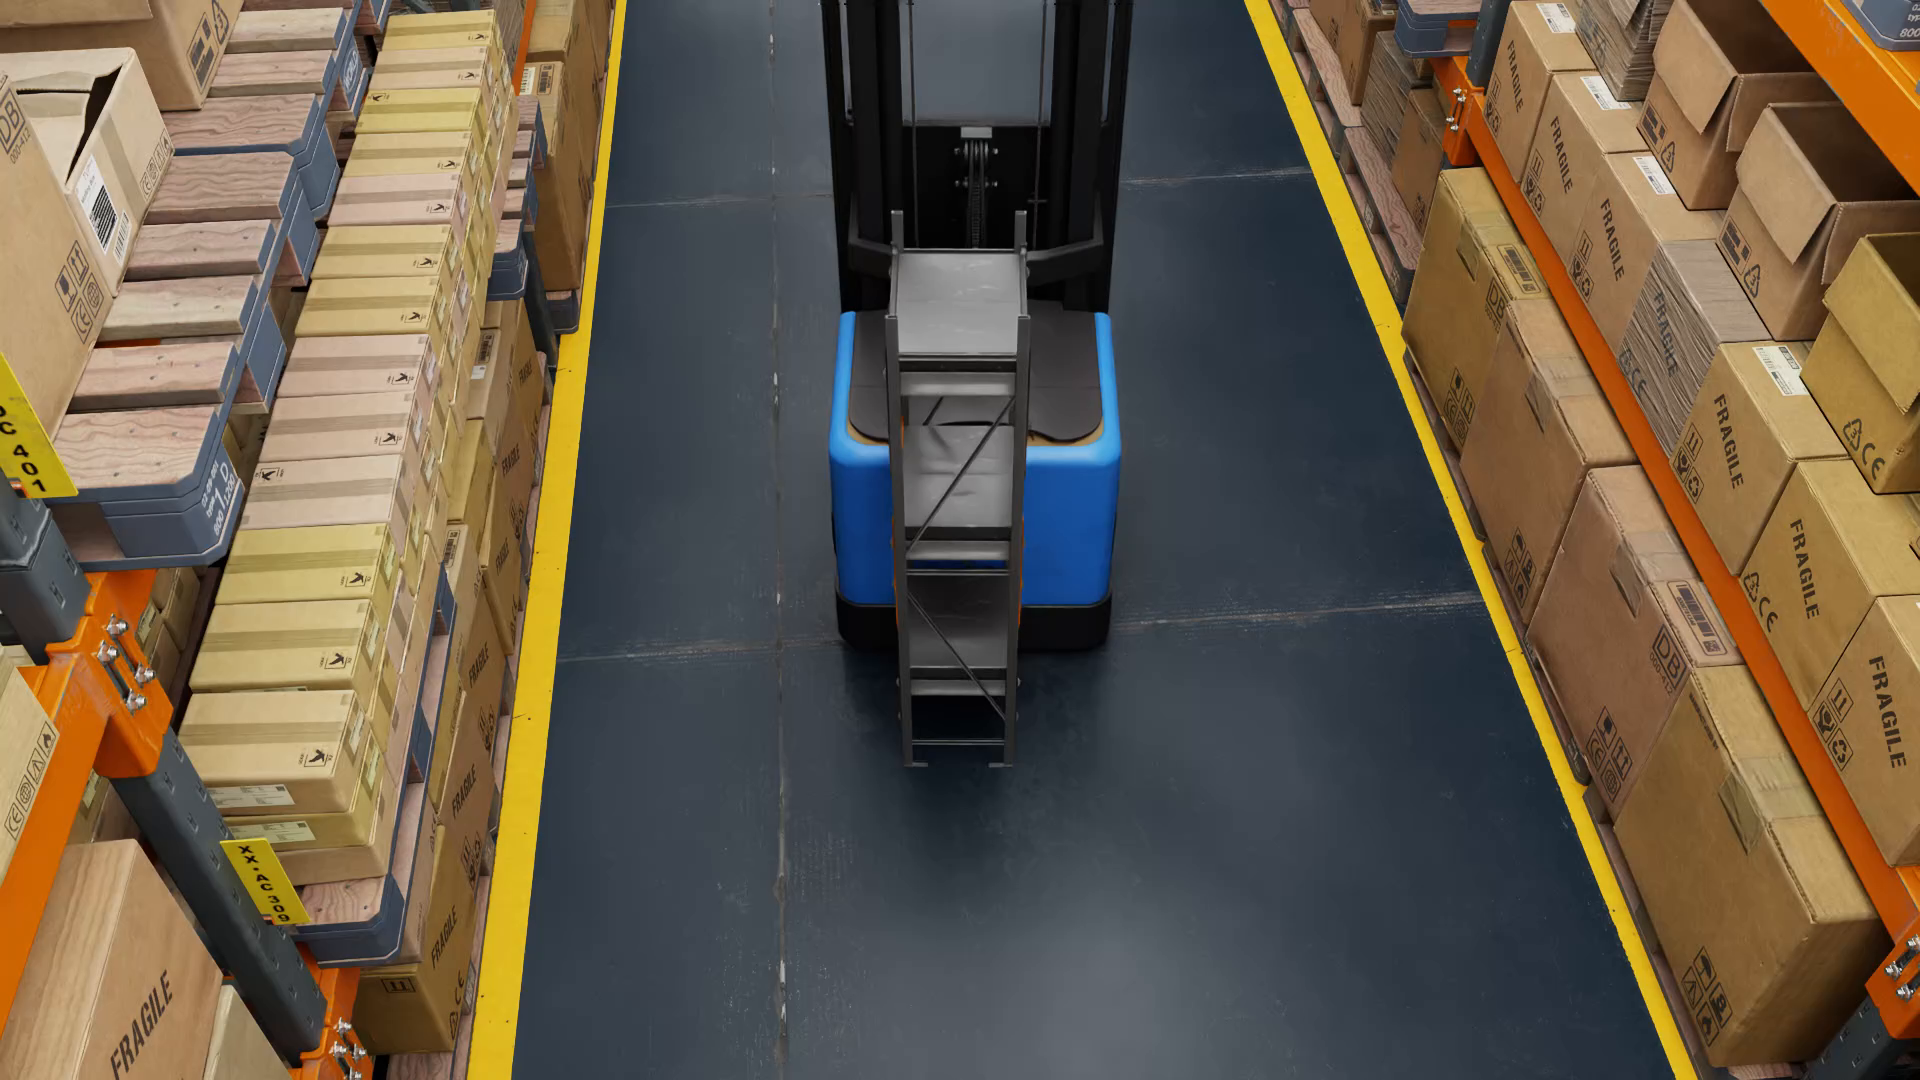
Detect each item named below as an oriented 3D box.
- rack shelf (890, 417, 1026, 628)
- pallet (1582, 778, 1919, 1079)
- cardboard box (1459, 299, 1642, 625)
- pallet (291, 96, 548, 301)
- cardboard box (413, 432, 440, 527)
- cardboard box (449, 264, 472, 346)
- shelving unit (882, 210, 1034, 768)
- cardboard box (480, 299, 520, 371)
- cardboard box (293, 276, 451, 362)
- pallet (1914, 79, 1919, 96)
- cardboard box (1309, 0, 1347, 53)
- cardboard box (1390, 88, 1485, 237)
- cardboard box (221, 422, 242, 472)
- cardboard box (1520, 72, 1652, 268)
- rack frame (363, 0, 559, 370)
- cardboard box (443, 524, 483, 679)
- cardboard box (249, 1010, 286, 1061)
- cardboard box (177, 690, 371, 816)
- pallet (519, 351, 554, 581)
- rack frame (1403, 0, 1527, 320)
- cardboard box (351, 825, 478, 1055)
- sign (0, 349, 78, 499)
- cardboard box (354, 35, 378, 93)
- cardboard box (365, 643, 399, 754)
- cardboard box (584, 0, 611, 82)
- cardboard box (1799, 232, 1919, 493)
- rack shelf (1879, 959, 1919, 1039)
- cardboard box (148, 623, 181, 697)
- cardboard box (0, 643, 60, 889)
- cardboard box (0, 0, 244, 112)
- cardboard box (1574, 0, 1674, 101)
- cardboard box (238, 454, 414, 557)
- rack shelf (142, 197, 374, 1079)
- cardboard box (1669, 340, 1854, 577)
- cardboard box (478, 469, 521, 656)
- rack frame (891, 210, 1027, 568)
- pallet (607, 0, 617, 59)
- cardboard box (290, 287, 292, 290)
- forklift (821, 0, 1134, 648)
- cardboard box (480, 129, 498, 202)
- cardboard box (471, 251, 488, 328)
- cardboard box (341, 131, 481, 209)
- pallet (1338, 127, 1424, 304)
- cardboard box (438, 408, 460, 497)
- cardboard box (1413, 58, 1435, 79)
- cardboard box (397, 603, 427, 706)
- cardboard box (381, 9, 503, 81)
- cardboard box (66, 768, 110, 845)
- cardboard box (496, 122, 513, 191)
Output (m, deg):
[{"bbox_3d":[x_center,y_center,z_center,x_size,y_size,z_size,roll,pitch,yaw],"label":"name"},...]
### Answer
[{"bbox_3d":[-0.005,-0.060,5.516,0.431,0.518,0.480,0,47,0],"label":"rack shelf"},{"bbox_3d":[2.795,1.242,5.565,1.003,0.211,1.213,-3,47,-3],"label":"pallet"},{"bbox_3d":[2.704,-0.325,6.302,1.225,0.875,0.875,-3,47,-3],"label":"cardboard box"},{"bbox_3d":[-2.186,-1.253,6.140,1.213,0.211,1.003,-3,47,-3],"label":"pallet"},{"bbox_3d":[-1.684,-0.165,4.656,0.380,0.149,0.250,-2,47,-2],"label":"cardboard box"},{"bbox_3d":[-1.746,-0.726,5.187,0.380,0.149,0.250,-2,47,-2],"label":"cardboard box"},{"bbox_3d":[-0.005,-0.070,5.506,0.431,2.100,0.503,0,47,0],"label":"shelving unit"},{"bbox_3d":[-2.033,-0.892,6.582,0.500,0.250,0.500,-4,47,-4],"label":"cardboard box"},{"bbox_3d":[-1.727,-0.640,4.901,0.380,0.149,0.250,-2,47,-2],"label":"cardboard box"},{"bbox_3d":[2.809,-0.789,3.633,0.805,0.209,1.217,-5,47,-5],"label":"pallet"},{"bbox_3d":[2.363,-3.046,9.124,0.700,0.500,0.500,-7,47,-7],"label":"cardboard box"},{"bbox_3d":[2.524,-1.832,7.974,0.700,0.500,0.500,-6,47,-5],"label":"cardboard box"},{"bbox_3d":[-2.359,-0.210,4.903,0.380,0.149,0.250,-2,47,-2],"label":"cardboard box"},{"bbox_3d":[2.415,-1.350,6.030,0.500,0.500,0.500,-5,47,-4],"label":"cardboard box"},{"bbox_3d":[-2.351,-1.829,6.552,1.000,3.000,0.127,-3,47,-3],"label":"rack frame"},{"bbox_3d":[-1.900,0.218,5.530,0.500,0.250,0.500,-2,47,-2],"label":"cardboard box"},{"bbox_3d":[-2.330,1.260,5.059,0.500,0.500,0.500,-4,47,-4],"label":"cardboard box"},{"bbox_3d":[-1.591,0.490,3.831,0.380,0.149,0.250,-1,47,-1],"label":"cardboard box"},{"bbox_3d":[-2.287,-0.304,7.029,1.003,0.211,1.213,-3,47,-3],"label":"pallet"},{"bbox_3d":[2.600,-2.057,6.769,1.000,3.000,0.127,-3,47,-3],"label":"rack frame"},{"bbox_3d":[-1.814,1.230,5.088,0.500,0.500,0.500,-2,47,-2],"label":"cardboard box"},{"bbox_3d":[-1.476,-0.182,2.571,0.100,0.325,0.005,-3,47,-3],"label":"sign"},{"bbox_3d":[-2.657,-2.172,6.809,0.500,0.500,0.500,-3,47,-3],"label":"cardboard box"},{"bbox_3d":[-1.615,0.405,4.116,0.380,0.149,0.250,-4,47,-4],"label":"cardboard box"},{"bbox_3d":[-2.468,-2.952,8.876,1.050,0.750,0.750,-3,47,-3],"label":"cardboard box"},{"bbox_3d":[2.827,-0.501,4.535,0.797,0.503,0.637,-3,47,-3],"label":"cardboard box"},{"bbox_3d":[3.102,2.532,2.918,1.077,0.370,4.000,-3,47,-3],"label":"rack shelf"},{"bbox_3d":[-2.288,0.364,4.360,0.380,0.149,0.250,-4,47,-3],"label":"cardboard box"},{"bbox_3d":[-1.706,0.424,2.456,0.500,0.250,0.500,-2,47,-2],"label":"cardboard box"},{"bbox_3d":[-2.015,-1.271,3.598,0.797,0.503,0.637,-4,47,-4],"label":"cardboard box"},{"bbox_3d":[2.645,-1.906,5.866,0.797,0.503,0.637,-2,47,-2],"label":"cardboard box"},{"bbox_3d":[-1.658,-0.078,4.368,0.380,0.149,0.250,-4,47,-4],"label":"cardboard box"},{"bbox_3d":[-2.184,-0.134,5.443,1.077,0.370,4.000,-3,47,-3],"label":"rack shelf"},{"bbox_3d":[2.538,-0.255,4.993,0.500,0.500,0.500,-4,47,-4],"label":"cardboard box"},{"bbox_3d":[-1.936,0.104,6.154,0.500,0.500,0.500,-5,47,-5],"label":"cardboard box"},{"bbox_3d":[-0.003,-0.247,5.674,0.400,2.100,0.015,0,47,0],"label":"rack frame"},{"bbox_3d":[-2.547,-3.210,9.781,1.003,0.211,1.213,-3,47,-3],"label":"pallet"},{"bbox_3d":[-2.446,-0.966,5.619,0.380,0.149,0.250,-2,47,-1],"label":"cardboard box"},{"bbox_3d":[0.061,-1.643,6.424,1.130,2.935,3.031,0,47,0],"label":"forklift"},{"bbox_3d":[-1.808,-1.276,5.708,0.380,0.149,0.250,-2,47,-2],"label":"cardboard box"},{"bbox_3d":[-1.770,-0.817,5.478,0.380,0.149,0.250,-5,47,-5],"label":"cardboard box"},{"bbox_3d":[-1.787,-1.200,5.431,0.380,0.149,0.250,-2,47,-2],"label":"cardboard box"},{"bbox_3d":[2.536,-1.663,8.317,1.003,0.211,1.213,-3,47,-3],"label":"pallet"},{"bbox_3d":[-1.706,-0.250,4.941,0.380,0.149,0.250,-4,47,-4],"label":"cardboard box"},{"bbox_3d":[2.459,-2.473,8.064,0.500,0.250,0.500,1,47,1],"label":"cardboard box"},{"bbox_3d":[-1.637,0.313,4.408,0.380,0.149,0.250,-3,47,-3],"label":"cardboard box"},{"bbox_3d":[-1.853,-1.764,5.966,0.380,0.149,0.250,-5,47,-5],"label":"cardboard box"},{"bbox_3d":[-2.247,0.629,3.903,0.380,0.149,0.250,-2,47,-2],"label":"cardboard box"},{"bbox_3d":[-1.833,-1.378,6.009,0.380,0.149,0.250,-4,47,-3],"label":"cardboard box"}]
